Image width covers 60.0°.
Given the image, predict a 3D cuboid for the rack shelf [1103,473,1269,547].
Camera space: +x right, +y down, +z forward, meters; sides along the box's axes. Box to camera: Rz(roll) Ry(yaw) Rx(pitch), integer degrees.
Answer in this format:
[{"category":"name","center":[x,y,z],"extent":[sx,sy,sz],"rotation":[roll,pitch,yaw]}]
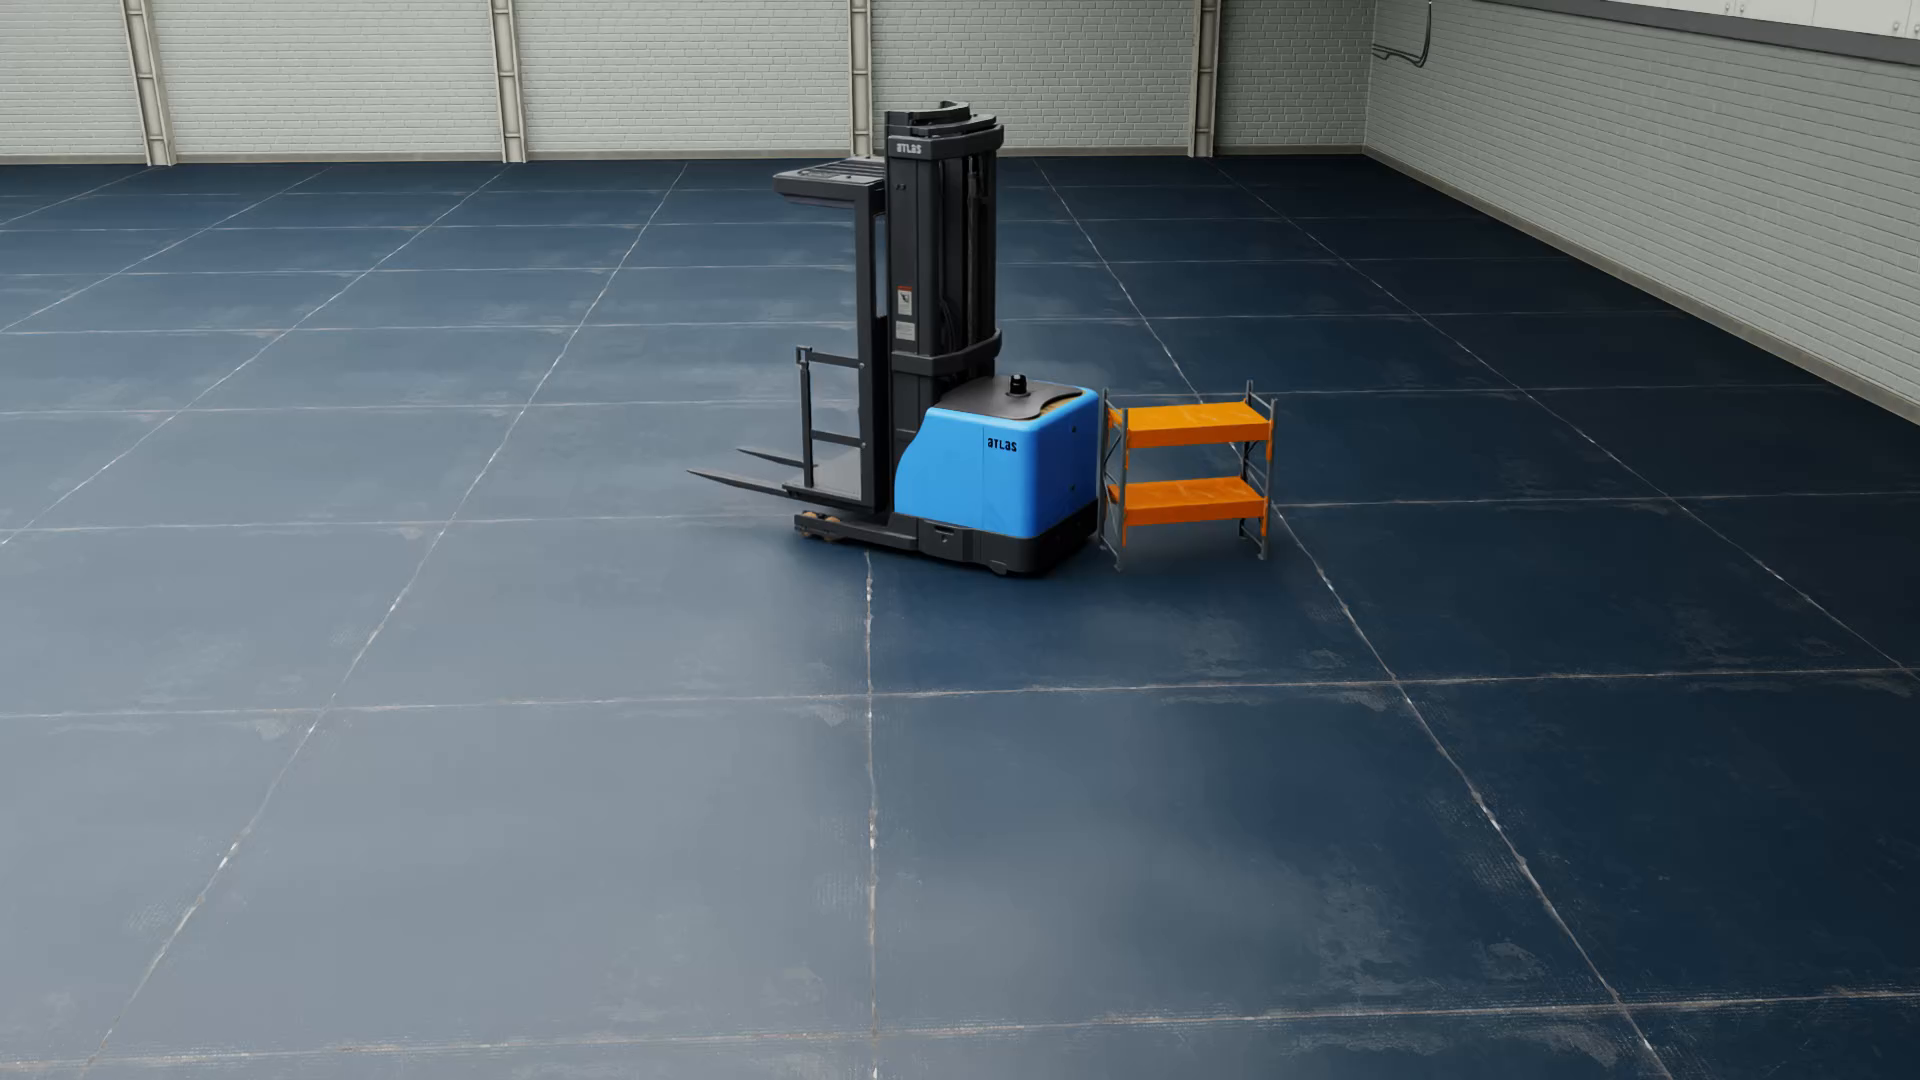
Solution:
[{"category":"rack shelf","center":[1.517,-0.210,11.279],"extent":[1.000,0.278,0.538],"rotation":[-4,21,-11]}]

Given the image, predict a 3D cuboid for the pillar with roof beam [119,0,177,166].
[{"category":"pillar with roof beam","center":[-13.459,-9.136,22.969],"extent":[0.400,9.000,9.100],"rotation":[-1,21,-3]}]

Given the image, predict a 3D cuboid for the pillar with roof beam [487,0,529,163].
[{"category":"pillar with roof beam","center":[-7.469,-9.258,23.289],"extent":[0.400,9.000,9.100],"rotation":[-1,21,-3]}]

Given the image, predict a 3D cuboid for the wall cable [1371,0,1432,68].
[{"category":"wall cable","center":[7.282,-9.169,27.422],"extent":[0.112,2.526,3.097],"rotation":[-1,21,-3]}]

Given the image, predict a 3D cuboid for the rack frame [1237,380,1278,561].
[{"category":"rack frame","center":[2.015,-0.474,11.285],"extent":[0.032,1.125,0.500],"rotation":[-4,21,-11]}]

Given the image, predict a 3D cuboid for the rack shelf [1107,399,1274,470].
[{"category":"rack shelf","center":[1.517,-0.712,11.087],"extent":[1.000,0.278,0.538],"rotation":[-4,21,-11]}]

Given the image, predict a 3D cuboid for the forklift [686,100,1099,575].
[{"category":"forklift","center":[-0.571,-1.510,11.467],"extent":[3.031,2.935,1.130],"rotation":[12,24,29]}]

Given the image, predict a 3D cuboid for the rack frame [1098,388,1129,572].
[{"category":"rack frame","center":[1.019,-0.403,11.098],"extent":[0.032,1.125,0.500],"rotation":[-4,21,-11]}]

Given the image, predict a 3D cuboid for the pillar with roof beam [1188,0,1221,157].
[{"category":"pillar with roof beam","center":[4.512,-9.501,23.929],"extent":[0.400,9.000,9.100],"rotation":[-1,21,-3]}]

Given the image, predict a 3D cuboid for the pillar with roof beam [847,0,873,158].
[{"category":"pillar with roof beam","center":[-1.479,-9.379,23.609],"extent":[0.400,9.000,9.100],"rotation":[-1,21,-3]}]

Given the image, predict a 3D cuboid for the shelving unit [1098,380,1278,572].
[{"category":"shelving unit","center":[1.517,-0.438,11.192],"extent":[1.048,1.125,0.538],"rotation":[-4,21,-11]}]
